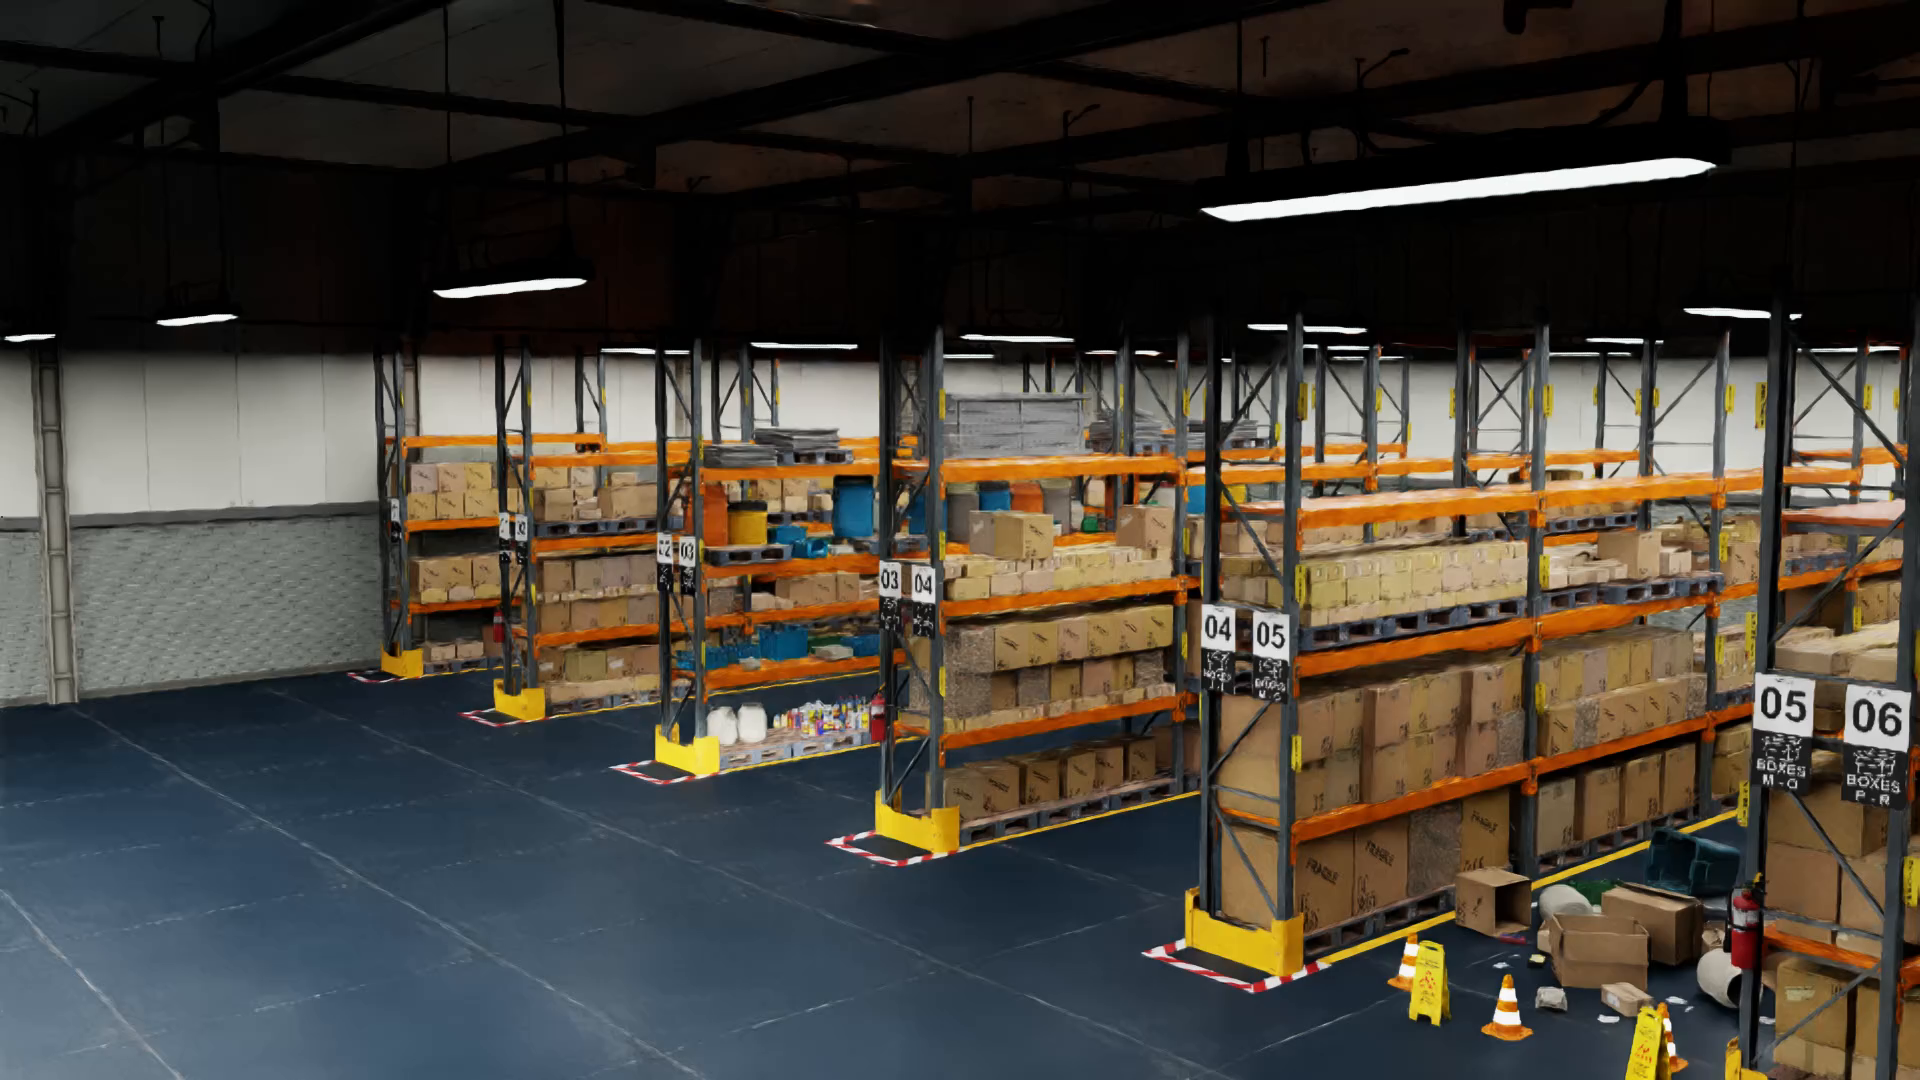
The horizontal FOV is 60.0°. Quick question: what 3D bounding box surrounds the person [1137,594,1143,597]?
[{"bbox_3d":[4.288,0.864,38.315,0.607,1.626,0.495,-3,6,-34],"label":"person"}]
